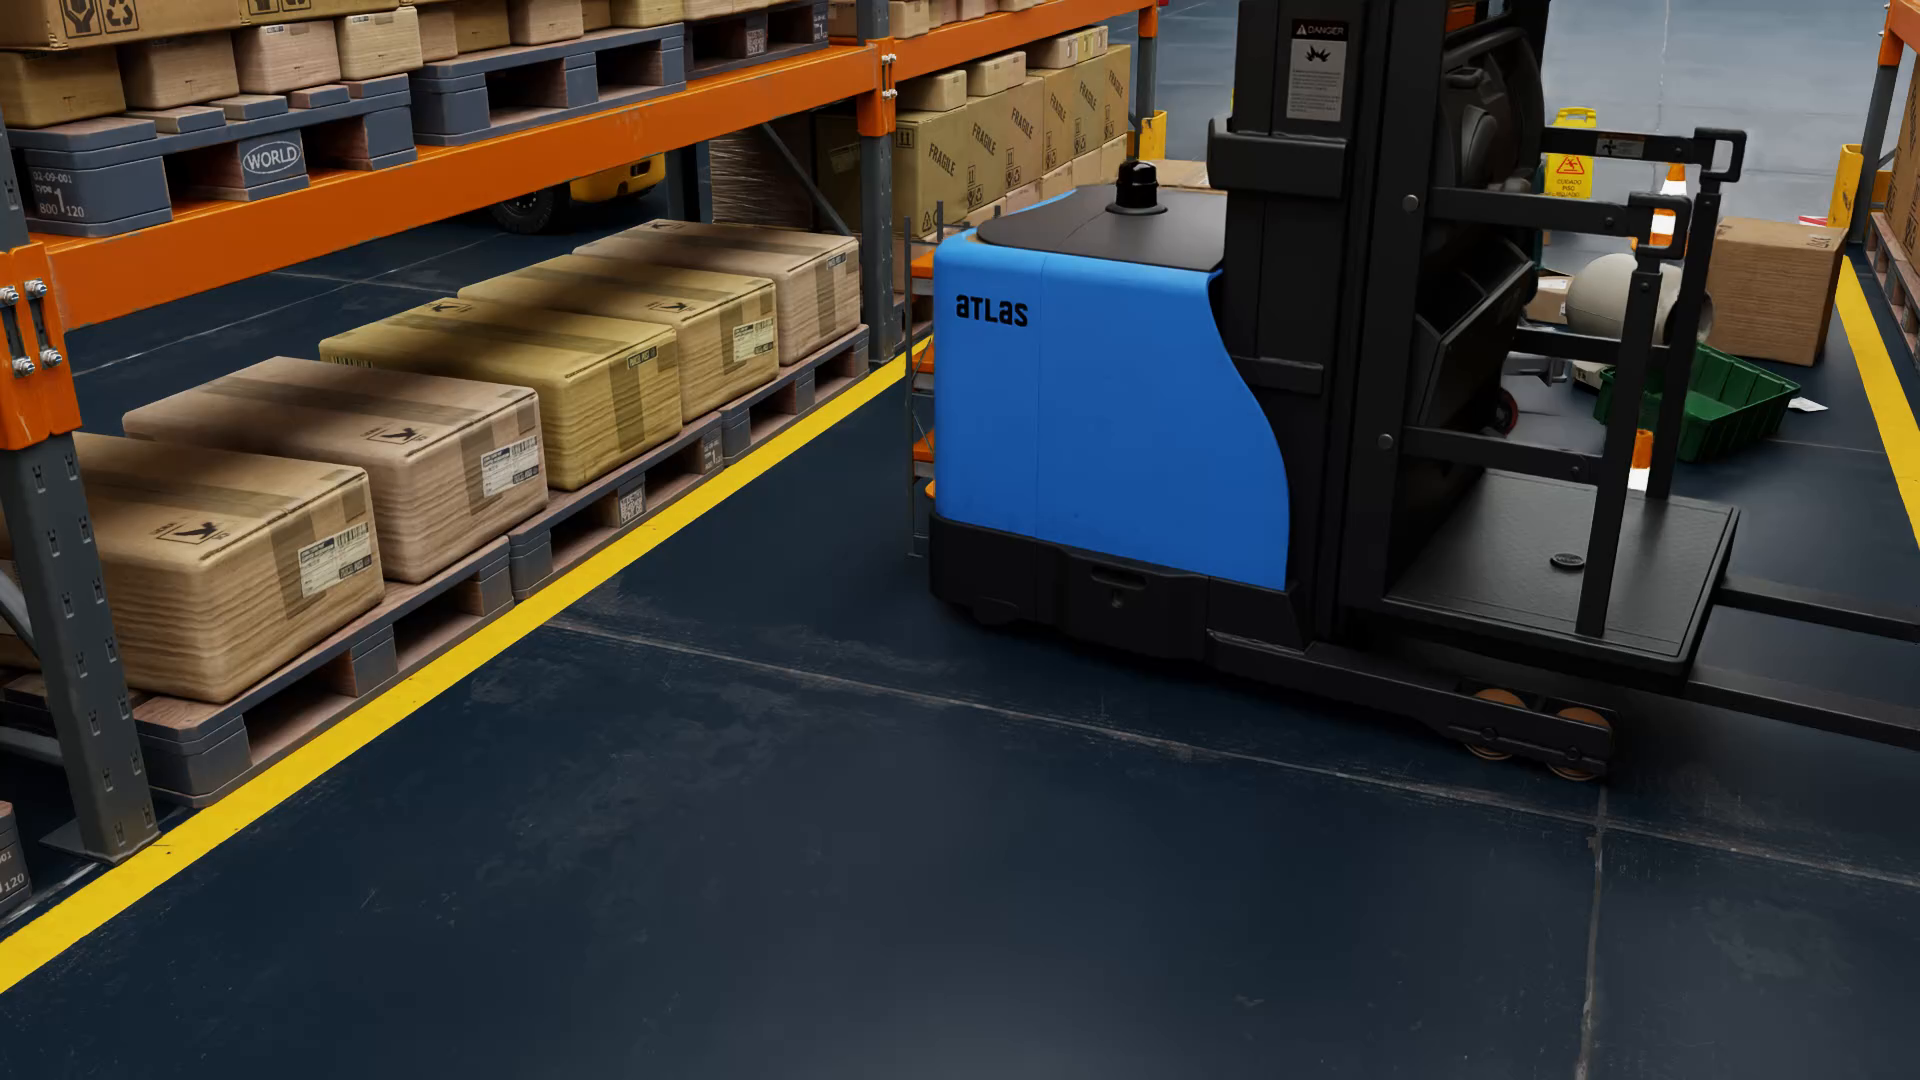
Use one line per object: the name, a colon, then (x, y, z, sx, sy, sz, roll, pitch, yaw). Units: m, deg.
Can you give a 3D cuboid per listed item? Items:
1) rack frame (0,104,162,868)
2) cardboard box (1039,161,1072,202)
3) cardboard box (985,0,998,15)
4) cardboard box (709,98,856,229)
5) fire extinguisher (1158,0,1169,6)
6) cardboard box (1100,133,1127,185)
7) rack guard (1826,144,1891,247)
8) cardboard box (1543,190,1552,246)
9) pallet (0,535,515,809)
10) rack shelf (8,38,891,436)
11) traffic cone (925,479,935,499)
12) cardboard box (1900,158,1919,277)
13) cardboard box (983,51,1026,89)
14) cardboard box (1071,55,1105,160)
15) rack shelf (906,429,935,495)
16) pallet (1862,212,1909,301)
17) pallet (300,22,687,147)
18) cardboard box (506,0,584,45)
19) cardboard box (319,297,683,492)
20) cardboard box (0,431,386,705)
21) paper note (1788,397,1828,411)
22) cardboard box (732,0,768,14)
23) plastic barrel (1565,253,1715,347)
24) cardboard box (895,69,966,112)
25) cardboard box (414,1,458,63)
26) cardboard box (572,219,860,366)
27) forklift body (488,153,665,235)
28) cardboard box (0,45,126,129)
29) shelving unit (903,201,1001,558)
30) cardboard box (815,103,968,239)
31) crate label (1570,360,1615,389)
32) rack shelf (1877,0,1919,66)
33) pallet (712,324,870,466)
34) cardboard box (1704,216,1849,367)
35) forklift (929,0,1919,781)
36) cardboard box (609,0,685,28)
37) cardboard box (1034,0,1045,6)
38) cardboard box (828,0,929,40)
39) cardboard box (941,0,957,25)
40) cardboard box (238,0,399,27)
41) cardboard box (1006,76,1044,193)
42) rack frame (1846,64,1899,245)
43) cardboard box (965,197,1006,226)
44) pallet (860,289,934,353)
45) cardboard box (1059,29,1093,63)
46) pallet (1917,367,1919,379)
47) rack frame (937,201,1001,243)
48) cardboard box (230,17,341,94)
rack frame: (-2.251, -0.775, 3.215, 1.000, 3.000, 0.127, 9, 24, 20)
cardboard box: (0.282, -1.863, 8.841, 0.500, 0.250, 0.500, 8, 24, 18)
cardboard box: (-0.040, -2.538, 7.761, 0.380, 0.149, 0.250, 9, 24, 20)
cardboard box: (-0.794, -1.728, 7.545, 0.500, 0.500, 0.500, 8, 24, 19)
fire extinguisher: (1.191, -3.577, 10.023, 0.296, 0.674, 0.183, 9, 24, 20)
cardboard box: (0.662, -2.227, 9.712, 0.500, 0.250, 0.500, 9, 24, 20)
rack guard: (5.363, -1.821, 8.961, 1.175, 0.500, 0.348, 9, 24, 20)
cardboard box: (2.419, -1.495, 8.177, 0.797, 0.503, 0.637, -7, 24, -17)
pallet: (-1.959, 0.232, 4.421, 1.003, 0.211, 1.213, 9, 24, 20)
rack shelf: (-1.508, -1.159, 5.067, 1.077, 0.370, 4.000, 9, 24, 20)
traffic cone: (0.074, -0.392, 5.588, 0.336, 0.463, 0.334, 9, 24, 20)
cardboard box: (4.839, -1.612, 7.429, 0.875, 0.875, 0.875, 8, 24, 19)
cardboard box: (0.094, -2.267, 7.993, 0.380, 0.149, 0.250, 10, 25, 23)
cardboard box: (0.475, -2.398, 9.149, 0.500, 0.500, 0.500, 10, 25, 22)
rack shelf: (-0.020, -0.199, 5.113, 0.215, 0.259, 0.240, 9, 24, 20)
pallet: (5.130, -1.382, 8.284, 1.003, 0.211, 1.213, 9, 24, 20)
pallet: (-1.553, -1.401, 4.961, 1.003, 0.211, 1.213, 9, 24, 20)
cardboard box: (-1.312, -1.514, 4.765, 0.380, 0.149, 0.250, 10, 25, 22)
cardboard box: (-1.478, -0.493, 5.403, 0.950, 0.372, 0.625, 10, 25, 22)
cardboard box: (-2.031, 0.043, 4.121, 0.950, 0.372, 0.625, 7, 24, 16)
paper note: (3.278, -0.535, 6.490, 0.147, 0.020, 0.142, -7, 24, -17)
cardboard box: (-0.876, -1.872, 5.620, 0.380, 0.149, 0.250, 8, 24, 19)
plastic barrel: (2.866, -0.971, 7.026, 0.421, 0.421, 0.512, -12, 25, -26)
cardboard box: (-0.193, -1.986, 7.320, 0.380, 0.149, 0.250, 9, 24, 21)
cardboard box: (-1.538, -1.323, 4.308, 0.380, 0.149, 0.250, 10, 25, 23)
cardboard box: (-0.957, -1.000, 6.617, 0.950, 0.372, 0.625, 9, 24, 21)
forklift body: (-2.899, -3.016, 9.680, 2.313, 2.155, 1.214, 9, 24, 20)
cardboard box: (-1.957, -0.943, 3.397, 0.380, 0.149, 0.250, 7, 24, 17)
shelving unit: (-0.020, -0.465, 5.002, 0.215, 1.050, 0.252, 9, 24, 20)
cardboard box: (-0.295, -1.650, 7.359, 0.500, 0.500, 0.500, 10, 25, 23)
crate label: (2.629, -0.682, 6.705, 0.298, 0.136, 0.250, -7, 24, -17)
rack shelf: (4.612, -1.918, 6.883, 1.077, 0.370, 4.000, 9, 24, 20)
pallet: (-1.053, -0.641, 6.511, 1.003, 0.211, 1.213, 9, 24, 20)
cardboard box: (3.492, -1.084, 7.194, 0.500, 0.500, 0.500, 13, 26, 29)
forklift: (1.452, -1.022, 3.894, 3.031, 2.935, 1.130, 12, 26, 27)
cardboard box: (-1.092, -1.698, 5.204, 0.380, 0.149, 0.250, 9, 24, 20)
cardboard box: (0.202, -2.708, 8.168, 0.380, 0.149, 0.250, 9, 24, 20)
cardboard box: (-0.350, -2.158, 6.850, 0.380, 0.149, 0.250, 9, 24, 20)
cardboard box: (-0.234, -2.355, 7.322, 0.380, 0.149, 0.250, 9, 24, 20)
cardboard box: (-1.682, -1.468, 3.812, 0.500, 0.500, 0.500, 10, 25, 23)
cardboard box: (0.087, -2.029, 8.265, 0.500, 0.500, 0.500, 10, 25, 23)
rack frame: (5.354, -2.966, 8.458, 1.000, 3.000, 0.127, 9, 24, 20)
cardboard box: (-0.107, -1.497, 7.965, 0.500, 0.250, 0.500, 10, 25, 23)
pallet: (-0.548, -1.165, 7.766, 1.003, 0.211, 1.213, 9, 24, 20)
cardboard box: (0.495, -2.654, 8.920, 0.380, 0.149, 0.250, 9, 24, 21)
pallet: (4.224, -0.508, 6.193, 1.003, 0.211, 1.213, 9, 24, 20)
rack frame: (0.025, -0.509, 5.106, 0.200, 1.050, 0.008, 9, 24, 20)
cardboard box: (-1.677, -1.131, 3.846, 0.380, 0.149, 0.250, 7, 24, 17)
